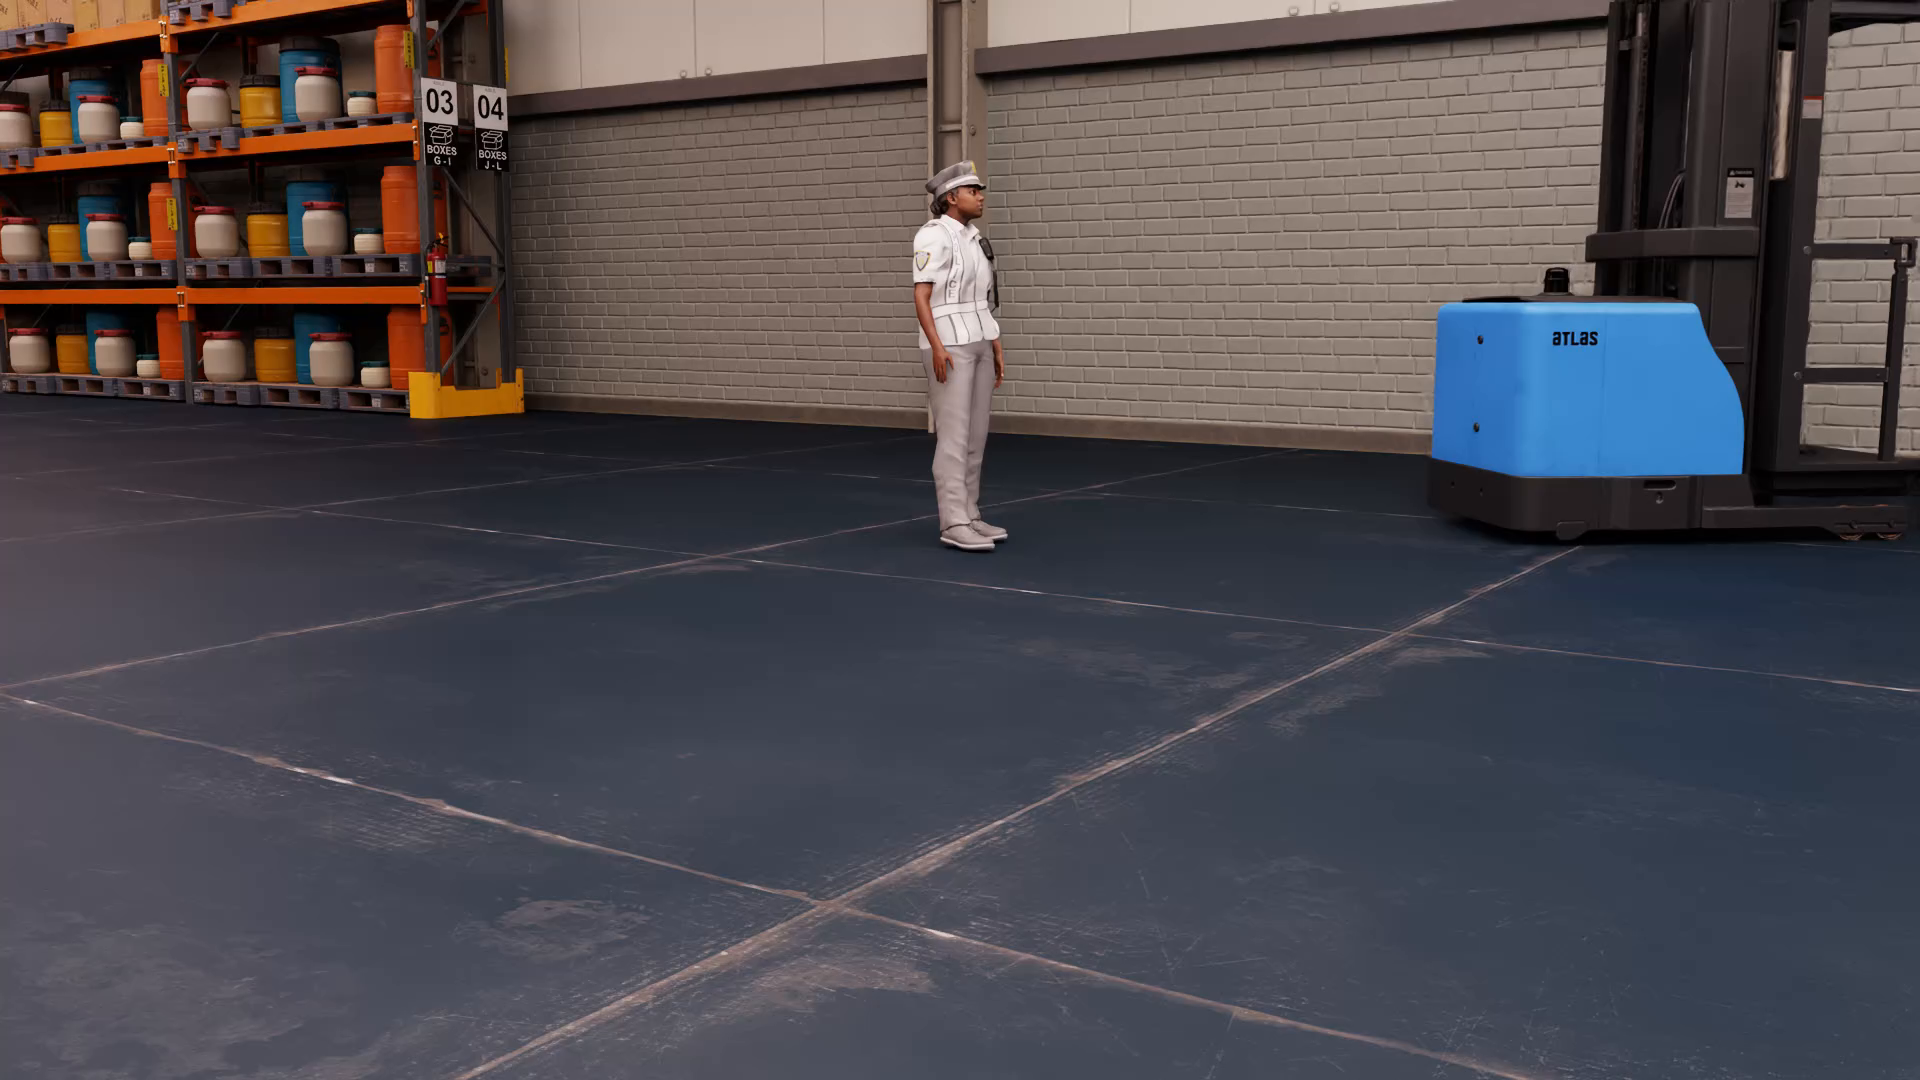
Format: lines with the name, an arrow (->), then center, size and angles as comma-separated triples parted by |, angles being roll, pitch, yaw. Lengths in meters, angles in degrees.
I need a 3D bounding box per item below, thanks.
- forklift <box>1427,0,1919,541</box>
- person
forklift -> 3.888, -1.518, 7.870 | 3.031, 2.935, 1.130 | -1, 8, -8
person -> 0.051, -0.838, 7.426 | 0.530, 1.695, 0.570 | 5, 10, 34
